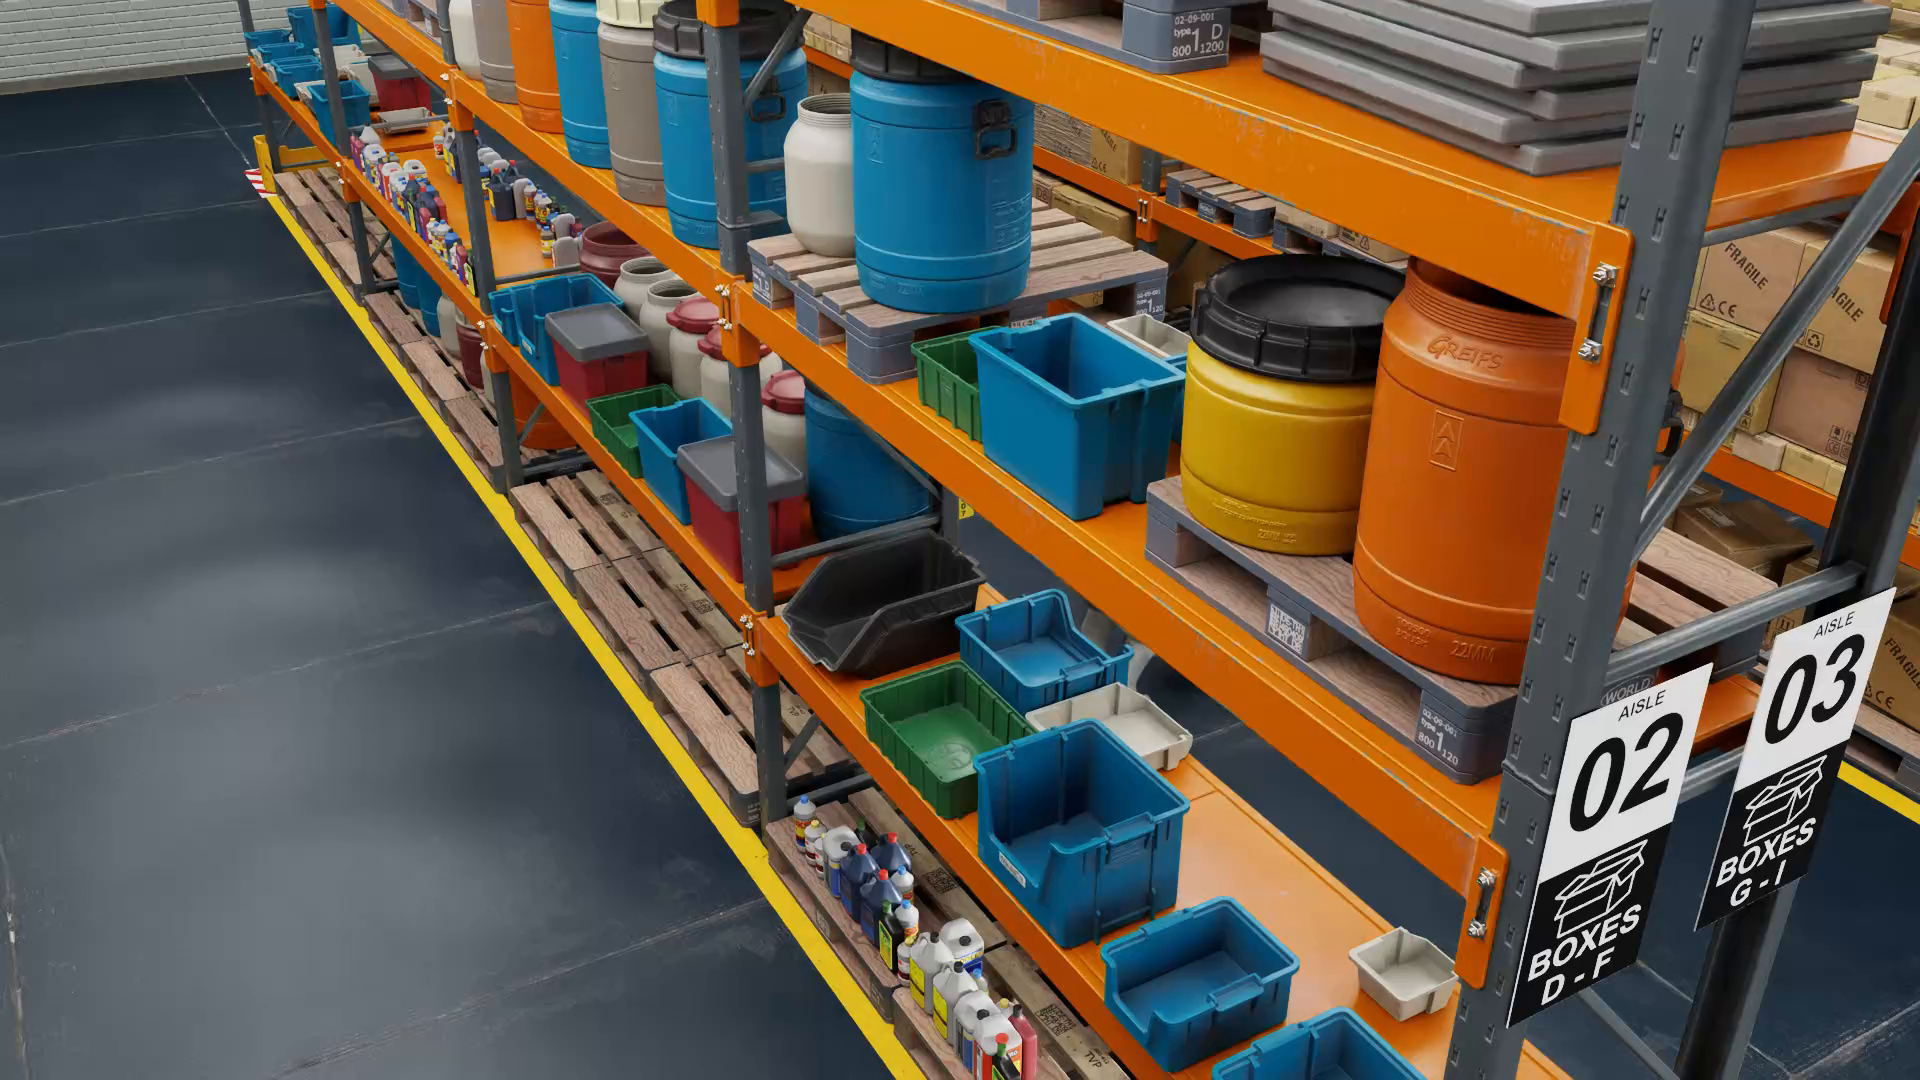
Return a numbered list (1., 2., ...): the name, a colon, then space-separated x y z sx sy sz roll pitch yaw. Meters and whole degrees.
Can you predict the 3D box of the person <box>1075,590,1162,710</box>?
1. person: 0.745 0.085 8.403 0.444 1.746 0.588 -17 33 -28
